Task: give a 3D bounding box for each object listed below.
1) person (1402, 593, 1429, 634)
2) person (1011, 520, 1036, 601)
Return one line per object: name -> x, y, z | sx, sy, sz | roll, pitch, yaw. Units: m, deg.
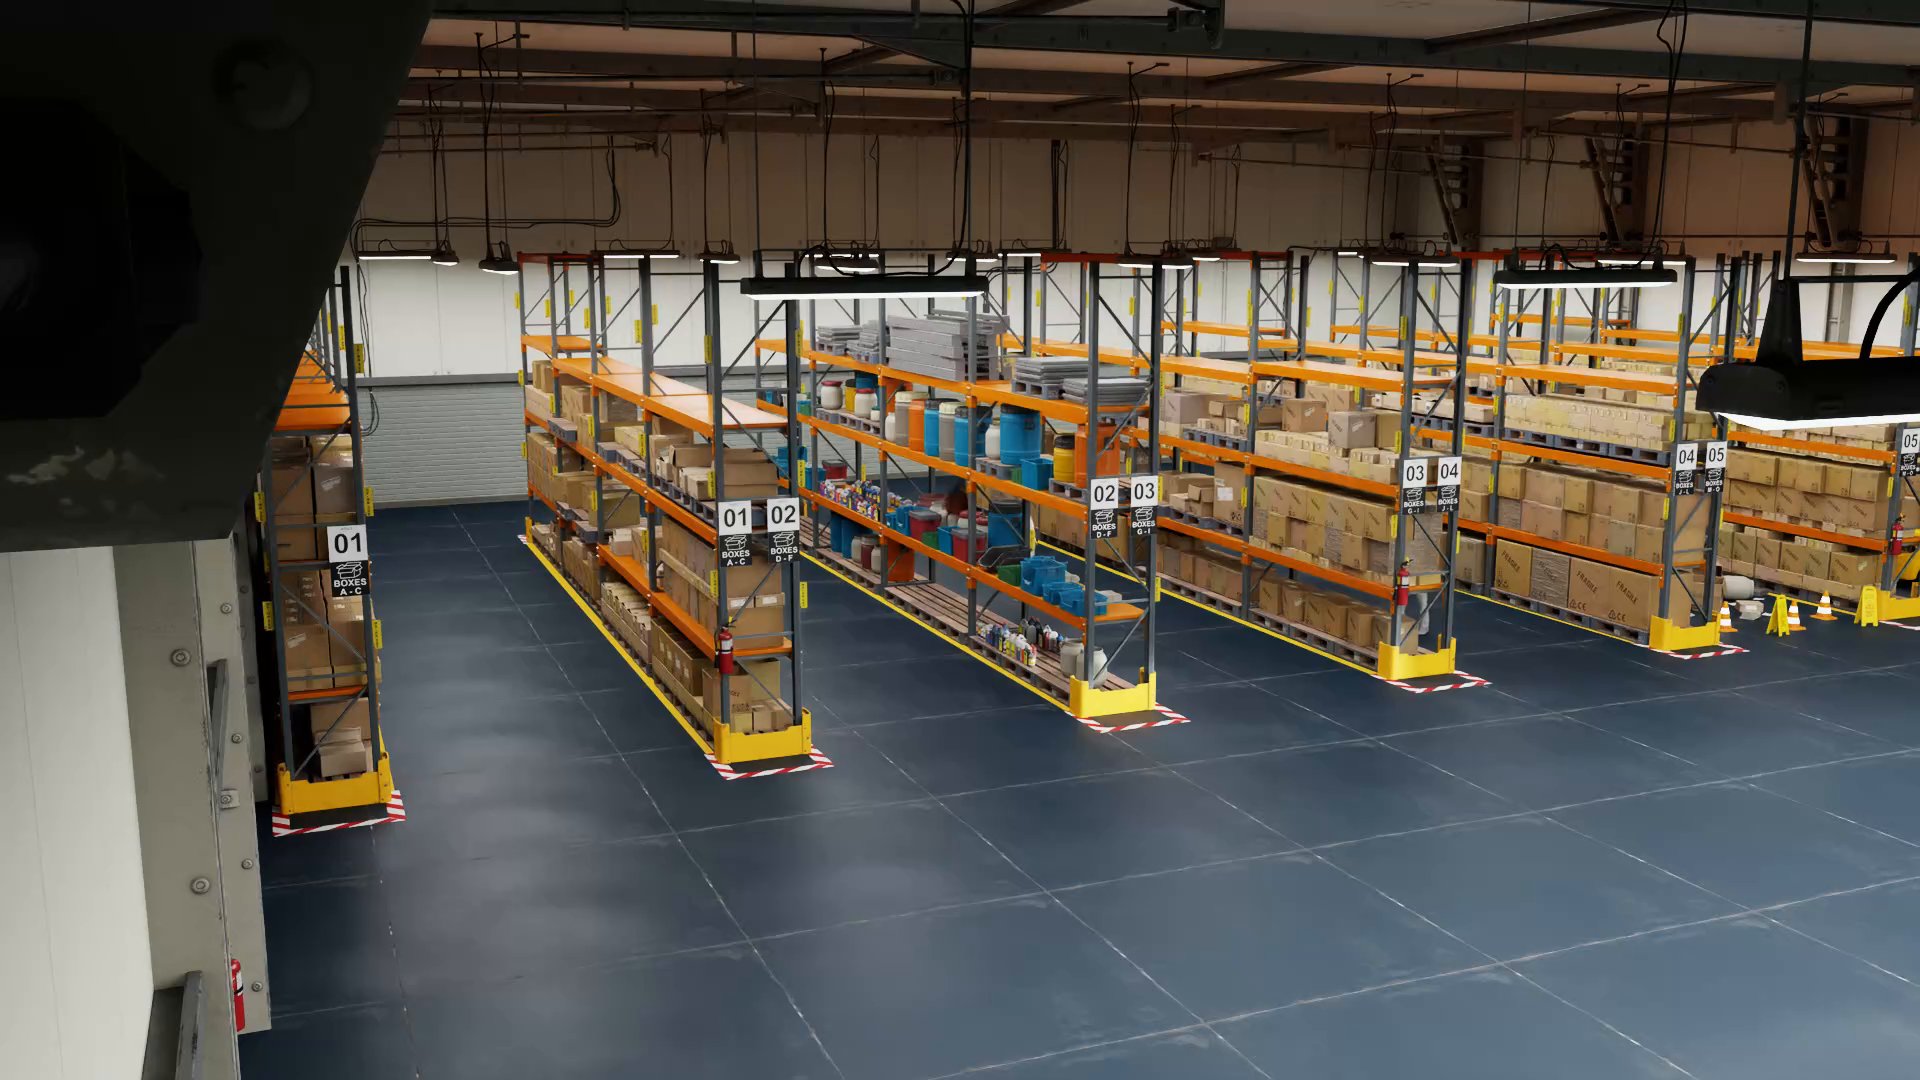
person -> 7.291, 0.669, 26.758 | 0.541, 1.660, 0.463 | 6, 12, 28
person -> 1.043, 0.216, 27.966 | 0.510, 1.677, 0.366 | 7, 13, 35
